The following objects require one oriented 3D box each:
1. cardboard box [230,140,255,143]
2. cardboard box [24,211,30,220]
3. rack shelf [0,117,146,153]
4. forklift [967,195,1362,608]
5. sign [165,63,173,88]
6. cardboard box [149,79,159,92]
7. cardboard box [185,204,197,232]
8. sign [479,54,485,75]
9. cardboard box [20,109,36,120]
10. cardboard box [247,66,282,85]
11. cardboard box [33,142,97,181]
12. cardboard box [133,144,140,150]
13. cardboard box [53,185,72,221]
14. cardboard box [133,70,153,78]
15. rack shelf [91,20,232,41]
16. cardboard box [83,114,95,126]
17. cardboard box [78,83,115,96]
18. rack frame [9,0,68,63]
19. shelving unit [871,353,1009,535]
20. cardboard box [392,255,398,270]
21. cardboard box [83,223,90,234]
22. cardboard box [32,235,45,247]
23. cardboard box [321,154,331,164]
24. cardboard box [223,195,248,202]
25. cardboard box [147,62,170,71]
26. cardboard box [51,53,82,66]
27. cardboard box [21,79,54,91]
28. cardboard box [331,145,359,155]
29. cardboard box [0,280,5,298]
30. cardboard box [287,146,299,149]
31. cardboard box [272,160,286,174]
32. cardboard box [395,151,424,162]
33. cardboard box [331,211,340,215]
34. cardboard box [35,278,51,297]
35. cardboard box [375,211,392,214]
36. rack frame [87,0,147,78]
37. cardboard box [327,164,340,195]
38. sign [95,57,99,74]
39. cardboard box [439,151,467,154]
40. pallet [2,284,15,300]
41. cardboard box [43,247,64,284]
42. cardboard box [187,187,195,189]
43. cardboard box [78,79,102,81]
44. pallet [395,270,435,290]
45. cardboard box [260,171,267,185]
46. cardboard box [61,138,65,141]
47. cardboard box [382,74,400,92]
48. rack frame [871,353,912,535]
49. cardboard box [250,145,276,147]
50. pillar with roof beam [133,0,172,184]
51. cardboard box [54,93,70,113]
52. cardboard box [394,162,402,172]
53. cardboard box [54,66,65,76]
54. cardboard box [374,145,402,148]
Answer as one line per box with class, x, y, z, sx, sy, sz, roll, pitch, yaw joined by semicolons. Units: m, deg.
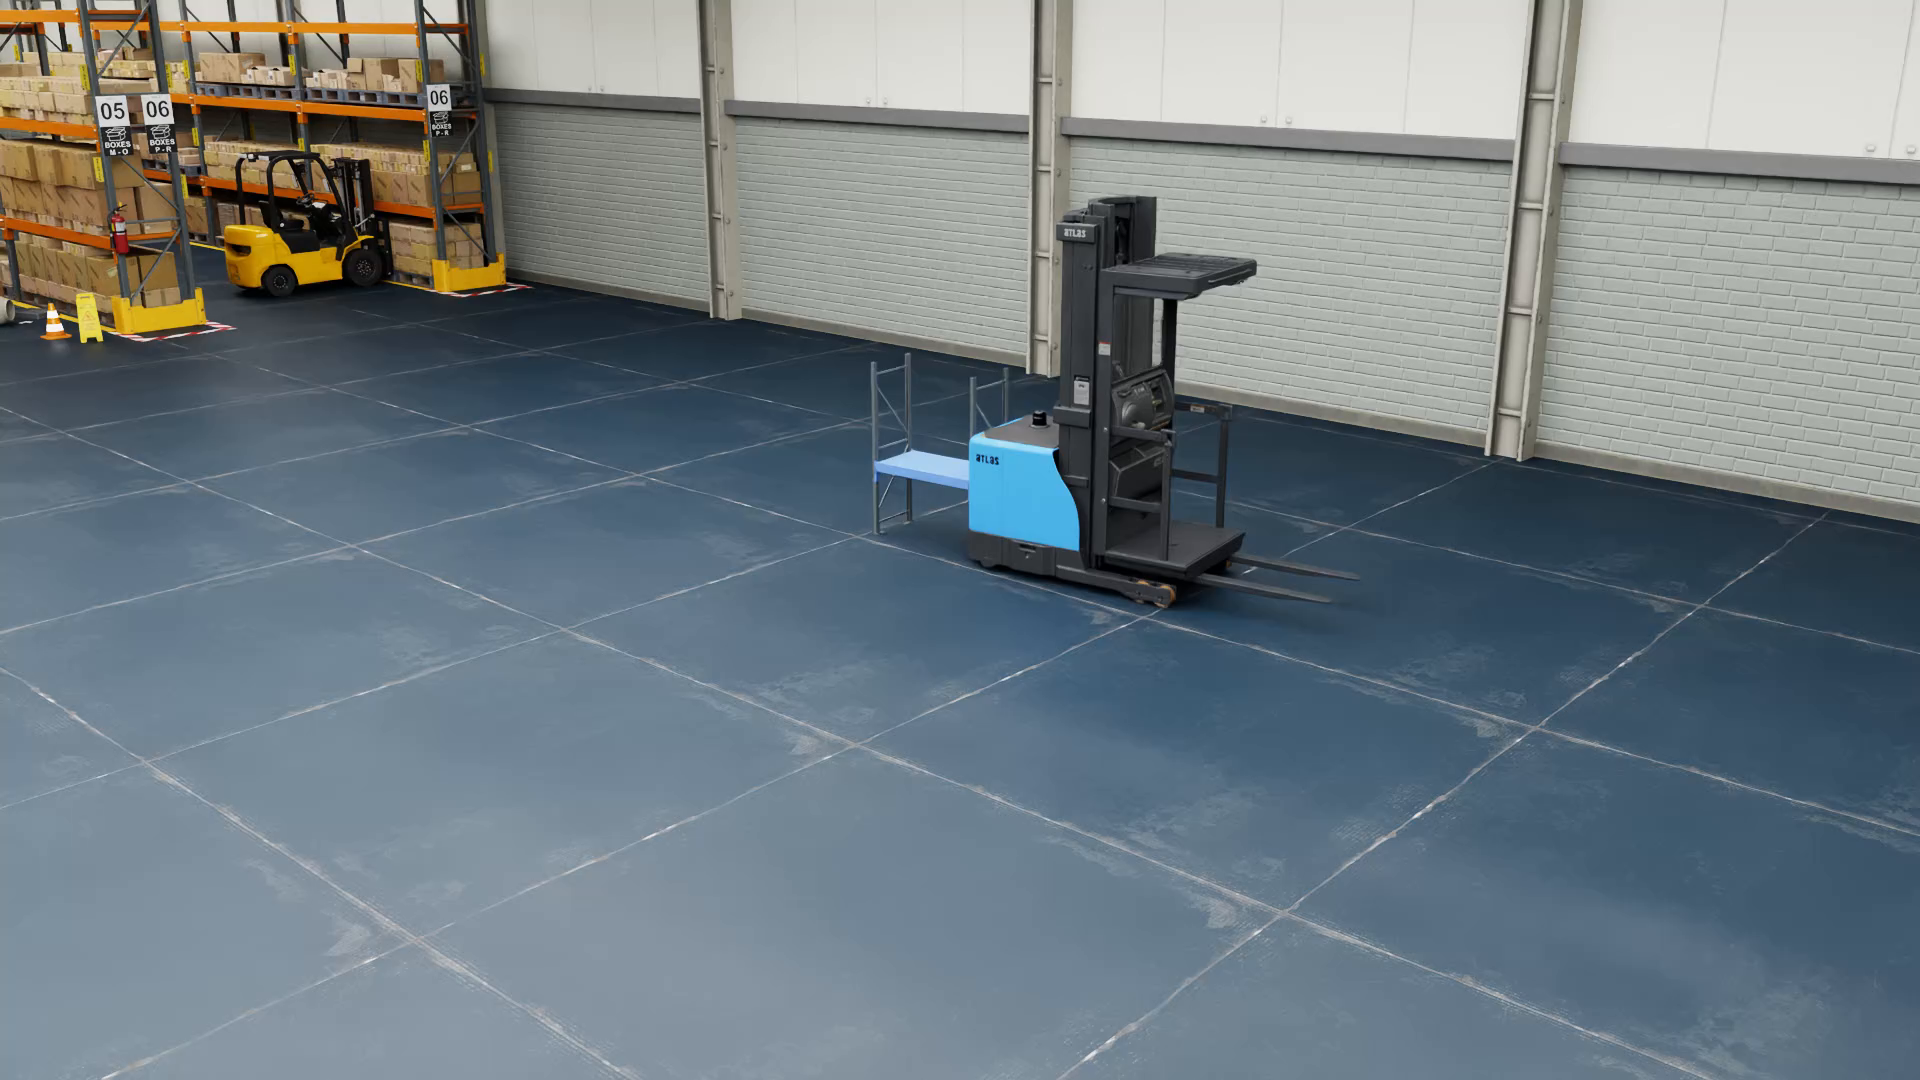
cardboard box;-13.593;-7.501;31.549;0.250;0.149;0.380;16;24;41
cardboard box;-13.806;-4.895;24.993;0.250;0.149;0.380;15;23;39
rack shelf;-12.775;-5.922;24.042;4.000;0.370;1.077;15;23;39
forklift;1.572;-1.071;12.642;3.031;2.935;1.130;11;21;31
sign;-10.919;-6.402;22.923;0.005;0.325;0.100;15;23;39
cardboard box;-15.267;-8.771;32.079;0.500;0.250;0.500;15;23;39
cardboard box;-14.797;-6.311;32.477;0.500;0.500;0.500;15;23;38
sign;-7.615;-7.565;26.457;0.005;0.325;0.100;15;23;39
cardboard box;-13.295;-6.150;23.986;0.250;0.149;0.380;14;23;38
cardboard box;-12.256;-8.239;29.444;0.500;0.311;0.500;14;22;37
cardboard box;-12.911;-5.466;24.067;0.500;0.500;0.700;15;23;39
cardboard box;-16.178;-7.737;33.059;0.258;0.266;0.396;17;24;42
cardboard box;-12.612;-4.872;23.848;0.500;0.500;0.500;15;23;39
cardboard box;-15.837;-9.071;32.334;0.250;0.149;0.380;16;23;40
rack shelf;-15.467;-9.891;32.251;4.000;0.370;1.077;15;23;39
cardboard box;-11.732;-5.752;22.732;0.250;0.149;0.380;15;23;39
cardboard box;-11.728;-6.124;22.589;0.250;0.149;0.380;15;23;40
rack frame;-19.955;-11.629;35.878;0.127;3.000;1.000;15;23;39
shelving unit;-0.169;-0.726;13.921;1.048;1.500;0.538;13;22;34
cardboard box;-9.282;-4.674;27.731;0.500;0.250;0.500;15;23;40
cardboard box;-12.142;-4.422;23.502;0.250;0.149;0.380;15;23;38
cardboard box;-13.570;-4.472;24.782;0.250;0.149;0.380;16;24;41
cardboard box;-10.721;-6.542;28.528;0.250;0.149;0.380;16;23;41
cardboard box;-14.154;-6.656;32.493;0.250;0.149;0.380;17;24;42
cardboard box;-15.395;-9.116;32.015;0.250;0.149;0.380;15;23;39
cardboard box;-18.649;-10.058;34.815;0.500;0.250;0.500;16;24;41
cardboard box;-13.242;-6.540;23.899;0.250;0.149;0.380;15;23;38
cardboard box;-10.486;-6.646;28.366;0.250;0.149;0.380;14;23;38
cardboard box;-14.373;-3.523;24.382;0.500;0.500;0.500;-3;18;-8
cardboard box;-12.018;-7.104;30.300;0.250;0.149;0.380;15;23;39
cardboard box;-11.906;-6.669;29.589;0.500;0.250;0.500;14;23;38
cardboard box;-8.951;-6.236;27.072;0.250;0.149;0.380;15;23;40
cardboard box;-10.826;-5.558;28.865;0.500;0.250;0.500;15;23;38
cardboard box;-13.602;-3.842;25.109;0.500;0.250;0.500;17;24;42
cardboard box;-10.094;-5.573;28.911;0.500;0.250;0.500;15;23;38
rack frame;-16.963;-10.826;33.347;0.127;3.000;1.000;15;23;39
cardboard box;-10.420;-6.159;28.394;0.500;0.500;0.500;16;23;40
sign;-17.317;-9.518;33.331;0.005;0.325;0.100;15;23;39
cardboard box;-8.254;-6.239;27.082;0.250;0.149;0.380;16;24;41
pallet;-14.854;-4.063;26.566;1.213;0.211;1.003;15;23;39
cardboard box;-13.214;-4.094;24.666;0.500;0.500;0.500;17;24;42
cardboard box;-15.729;-7.064;33.778;0.250;0.149;0.380;16;24;41
cardboard box;-12.527;-6.553;23.941;0.250;0.149;0.380;16;23;40
pallet;-8.587;-4.372;27.538;1.213;0.211;1.003;15;23;39
cardboard box;-12.261;-6.537;29.999;0.500;0.250;0.500;15;23;40
cardboard box;-19.035;-8.486;35.647;0.500;0.250;0.500;14;23;38
cardboard box;-8.999;-7.319;26.619;0.258;0.266;0.396;15;23;39
rack frame;-0.579;-0.818;14.208;0.032;1.500;0.500;13;22;34
cardboard box;-12.697;-7.102;30.294;0.250;0.149;0.380;15;23;39
pillar with roof beam;-19.743;-10.196;31.361;0.400;9.000;9.100;15;23;39
cardboard box;-12.208;-6.079;23.106;0.500;0.250;0.500;15;23;39
cardboard box;-8.975;-6.083;27.082;0.250;0.149;0.380;15;23;39
cardboard box;-18.633;-9.817;34.883;0.500;0.250;0.500;15;23;38
cardboard box;-9.763;-6.660;28.410;0.250;0.149;0.380;15;23;38
